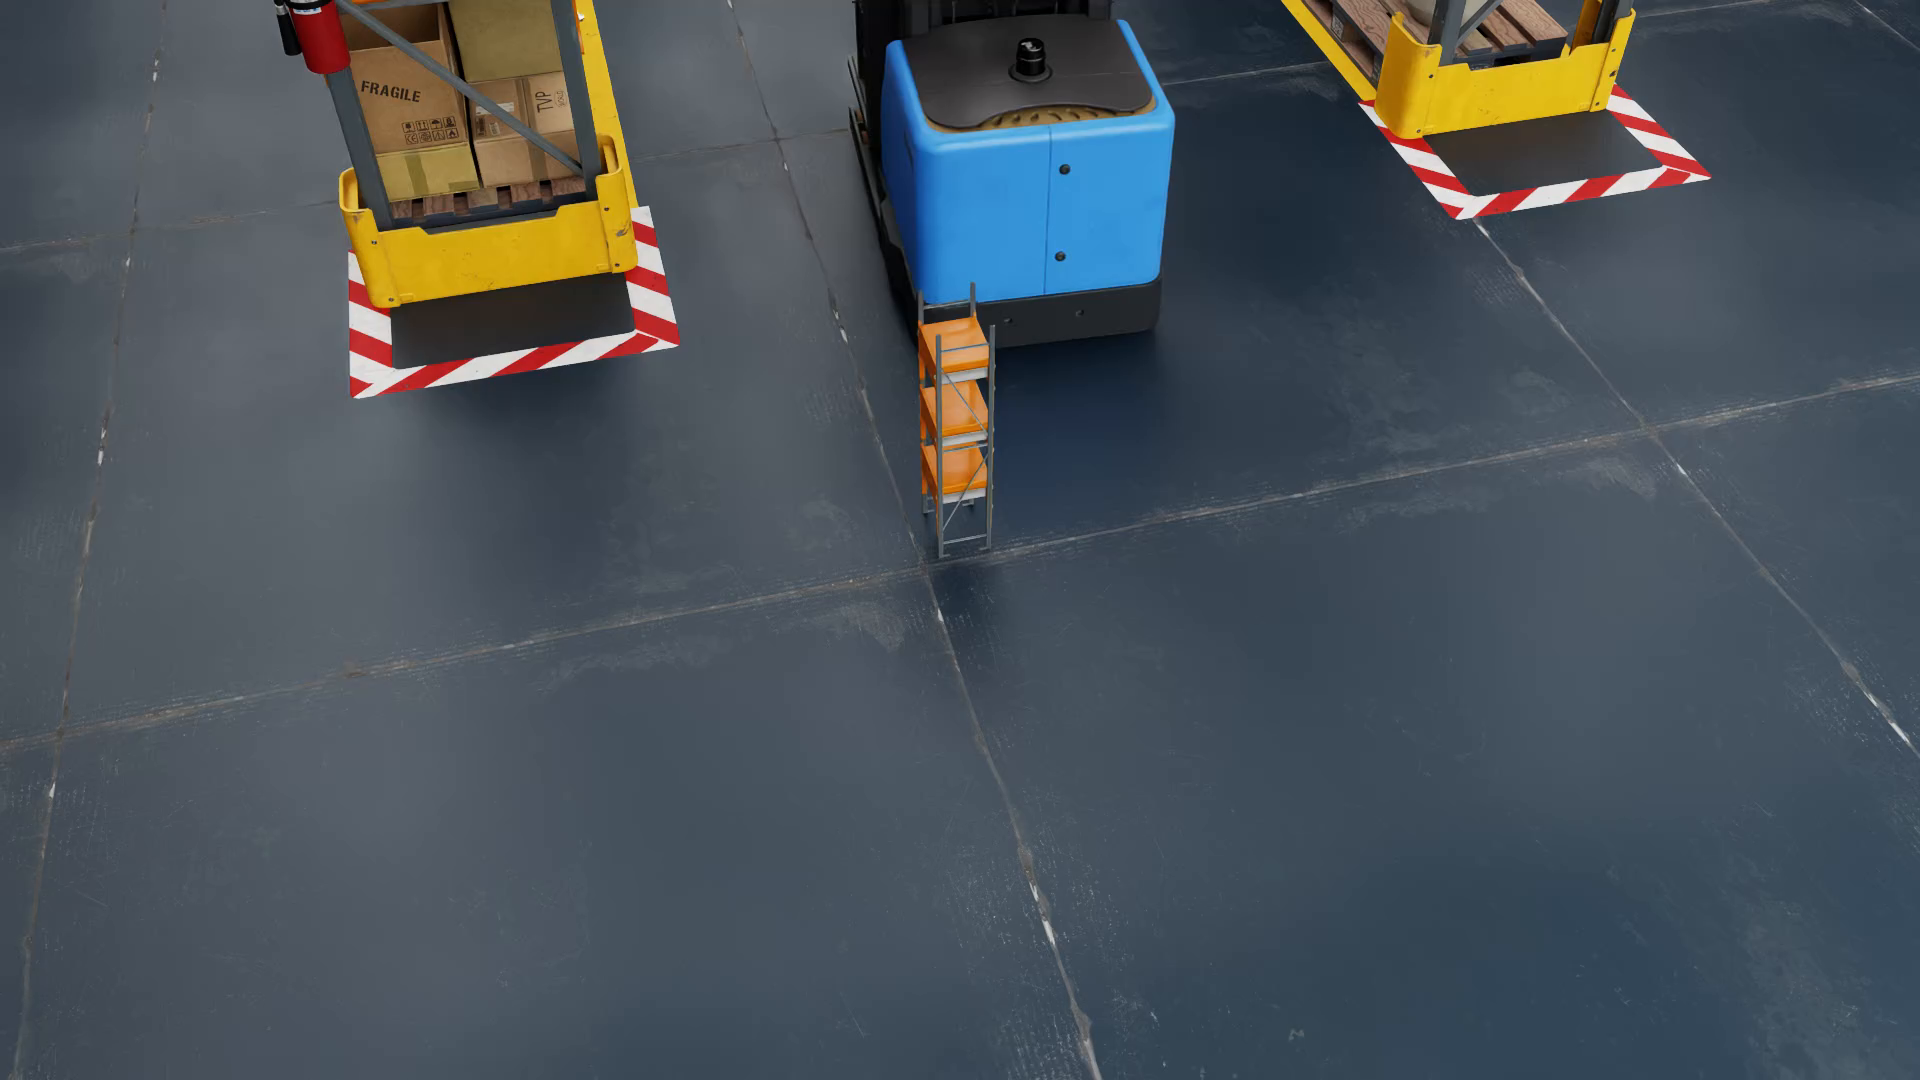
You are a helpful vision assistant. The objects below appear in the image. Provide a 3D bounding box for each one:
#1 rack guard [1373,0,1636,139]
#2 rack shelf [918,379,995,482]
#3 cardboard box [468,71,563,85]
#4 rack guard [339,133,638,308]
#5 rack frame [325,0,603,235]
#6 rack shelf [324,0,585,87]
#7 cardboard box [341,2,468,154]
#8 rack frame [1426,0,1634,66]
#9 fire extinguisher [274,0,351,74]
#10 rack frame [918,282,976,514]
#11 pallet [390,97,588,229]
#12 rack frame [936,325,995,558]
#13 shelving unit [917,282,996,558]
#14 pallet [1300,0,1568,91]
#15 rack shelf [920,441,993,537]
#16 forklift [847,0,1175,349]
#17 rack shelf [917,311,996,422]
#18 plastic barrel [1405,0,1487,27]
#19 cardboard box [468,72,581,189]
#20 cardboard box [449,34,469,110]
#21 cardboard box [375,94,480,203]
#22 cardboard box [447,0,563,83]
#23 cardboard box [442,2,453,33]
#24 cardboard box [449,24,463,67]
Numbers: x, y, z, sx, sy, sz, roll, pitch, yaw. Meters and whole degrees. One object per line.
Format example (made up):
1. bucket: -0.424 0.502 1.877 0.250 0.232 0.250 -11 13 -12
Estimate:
1. rack guard: 2.678 -2.362 8.215 1.175 0.500 0.348 -11 47 -10
2. rack shelf: -0.014 -0.397 5.919 0.215 0.259 0.240 -11 47 -10
3. cardboard box: -2.101 -2.230 7.967 0.500 0.250 0.500 -11 47 -10
4. rack guard: -2.041 -1.399 7.271 1.175 0.500 0.348 -11 47 -10
5. rack frame: -2.047 -2.290 6.394 1.000 3.000 0.127 -11 47 -10
6. rack shelf: -2.559 -3.419 8.004 1.077 0.370 4.000 -11 47 -10
7. cardboard box: -2.472 -2.053 7.268 0.500 0.500 0.500 -11 47 -10
8. rack frame: 2.742 -3.193 7.279 1.000 3.000 0.127 -11 47 -10
9. fire extinguisher: -2.466 -2.097 6.259 0.296 0.674 0.183 -11 47 -10
10. rack frame: -0.045 -0.489 5.994 0.200 1.050 0.008 -11 47 -10
11. pallet: -2.283 -1.835 7.900 1.003 0.211 1.213 -11 47 -10
12. rack frame: 0.018 -0.320 5.829 0.200 1.050 0.008 -11 47 -10
13. shelving unit: -0.014 -0.404 5.911 0.215 1.050 0.252 -11 47 -10
14. pallet: 2.475 -2.823 8.869 1.003 0.211 1.213 -11 47 -10
15. rack shelf: -0.014 -0.202 6.117 0.215 0.259 0.240 -11 47 -10
16. forklift: 0.072 -2.862 7.003 1.130 2.935 3.031 -7 46 -7
17. rack shelf: -0.014 -0.596 5.716 0.215 0.259 0.240 -11 47 -10
18. plastic barrel: 2.500 -2.910 8.450 0.421 0.512 0.421 0 46 0
19. cardboard box: -1.969 -1.886 7.629 0.500 0.250 0.500 -11 47 -10
20. cardboard box: -2.609 -2.134 7.872 0.500 0.250 0.500 -11 47 -10
21. cardboard box: -2.470 -1.791 7.536 0.500 0.250 0.500 -11 47 -10
22. cardboard box: -2.099 -2.493 7.699 0.500 0.500 0.500 -11 47 -10
23. cardboard box: -2.742 -2.741 7.942 0.500 0.500 0.500 -11 47 -10
24. cardboard box: -2.739 -2.479 8.210 0.500 0.250 0.500 -11 47 -10
